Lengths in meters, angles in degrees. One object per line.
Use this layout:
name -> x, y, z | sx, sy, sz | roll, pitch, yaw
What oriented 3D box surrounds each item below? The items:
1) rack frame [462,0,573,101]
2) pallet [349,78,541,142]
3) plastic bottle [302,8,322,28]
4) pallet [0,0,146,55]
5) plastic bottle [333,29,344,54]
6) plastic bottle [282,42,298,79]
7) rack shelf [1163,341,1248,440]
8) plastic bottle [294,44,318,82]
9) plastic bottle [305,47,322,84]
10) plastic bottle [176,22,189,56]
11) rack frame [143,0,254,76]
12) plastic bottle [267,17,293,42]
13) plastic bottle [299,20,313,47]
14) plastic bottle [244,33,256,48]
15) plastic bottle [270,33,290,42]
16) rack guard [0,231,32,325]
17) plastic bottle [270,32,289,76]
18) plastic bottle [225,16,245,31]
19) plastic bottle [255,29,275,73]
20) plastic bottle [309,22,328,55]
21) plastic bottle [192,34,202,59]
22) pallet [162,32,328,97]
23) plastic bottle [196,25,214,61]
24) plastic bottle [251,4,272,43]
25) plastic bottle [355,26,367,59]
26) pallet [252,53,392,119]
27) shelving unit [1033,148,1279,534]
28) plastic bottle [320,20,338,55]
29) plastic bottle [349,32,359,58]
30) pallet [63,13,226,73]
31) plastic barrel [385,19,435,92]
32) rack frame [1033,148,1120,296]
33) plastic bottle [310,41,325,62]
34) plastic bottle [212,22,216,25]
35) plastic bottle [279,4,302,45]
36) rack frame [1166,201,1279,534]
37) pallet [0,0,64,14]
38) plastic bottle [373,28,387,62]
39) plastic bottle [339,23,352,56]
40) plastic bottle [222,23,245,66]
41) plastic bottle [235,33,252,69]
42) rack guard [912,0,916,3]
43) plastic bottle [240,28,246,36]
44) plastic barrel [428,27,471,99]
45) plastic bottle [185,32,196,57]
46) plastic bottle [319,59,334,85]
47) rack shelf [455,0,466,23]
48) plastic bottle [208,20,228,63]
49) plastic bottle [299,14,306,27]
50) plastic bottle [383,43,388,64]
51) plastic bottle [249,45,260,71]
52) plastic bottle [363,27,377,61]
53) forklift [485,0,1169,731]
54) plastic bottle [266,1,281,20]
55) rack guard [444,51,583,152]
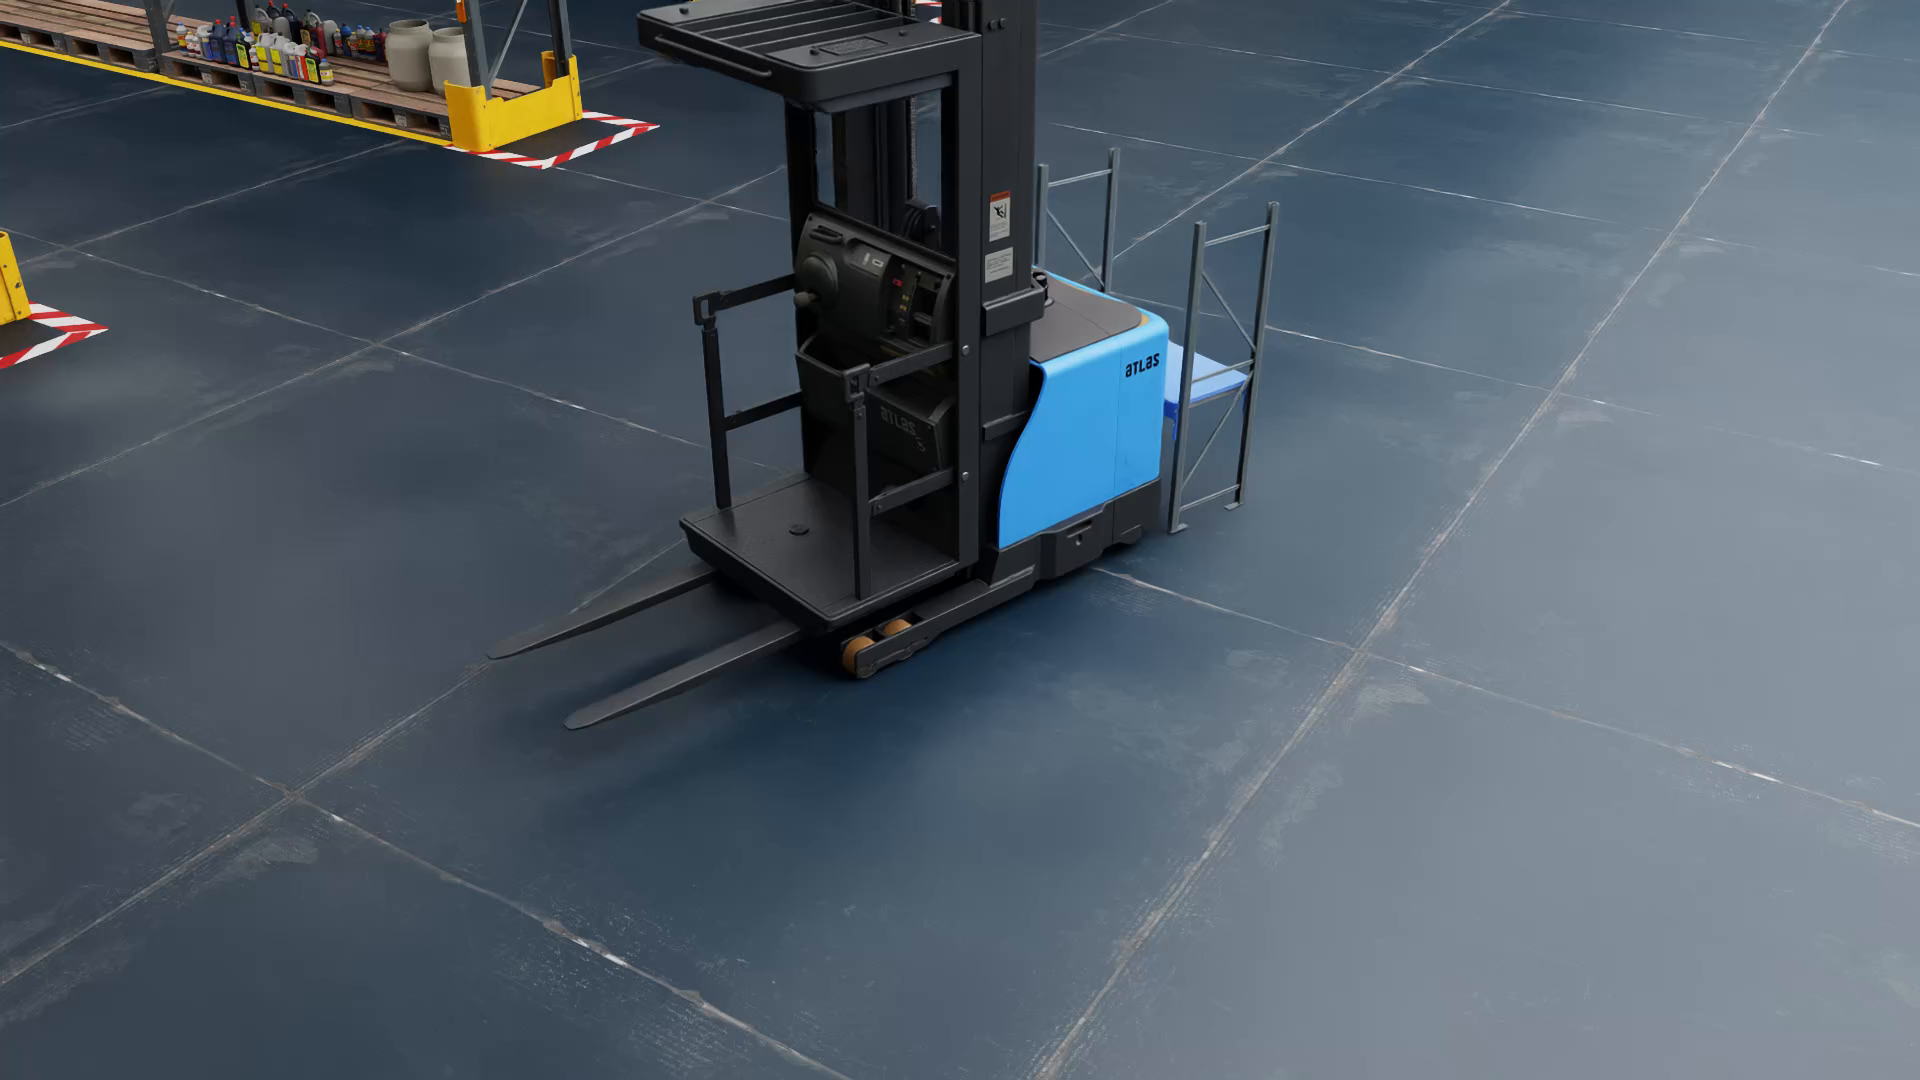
rack frame -> -3.455, -4.587, 12.635 | 0.127, 3.000, 1.000 | 18, 35, 27
pallet -> -4.230, -3.602, 13.716 | 1.213, 0.211, 1.003 | 18, 35, 27
plastic bottle -> -5.708, -4.517, 14.708 | 0.185, 0.351, 0.144 | 17, 34, 27
pallet -> -8.566, -4.974, 16.067 | 1.213, 0.211, 1.003 | 18, 35, 27
plastic bottle -> -5.458, -4.387, 14.633 | 0.097, 0.201, 0.097 | 0, 30, 0
plastic bottle -> -5.560, -4.022, 13.933 | 0.135, 0.276, 0.152 | 17, 34, 26
rack shelf -> 0.866, -0.804, 7.984 | 0.538, 0.185, 1.000 | -21, 36, -33
plastic bottle -> -5.442, -3.984, 13.869 | 0.135, 0.276, 0.152 | 18, 35, 28
plastic bottle -> -5.352, -3.932, 13.772 | 0.133, 0.283, 0.061 | 18, 35, 29
plastic bottle -> -6.806, -4.397, 14.582 | 0.097, 0.271, 0.097 | 0, 30, 0
rack frame -> -6.843, -5.658, 14.472 | 0.127, 3.000, 1.000 | 18, 35, 27
plastic bottle -> -6.039, -4.501, 14.755 | 0.135, 0.276, 0.152 | 18, 35, 27
plastic bottle -> -5.741, -4.437, 14.638 | 0.133, 0.283, 0.061 | 18, 35, 27
plastic bottle -> -6.075, -4.202, 14.248 | 0.097, 0.271, 0.097 | 0, 30, 0
plastic bottle -> -5.802, -4.184, 14.211 | 0.135, 0.276, 0.152 | 18, 35, 27
rack guard -> -6.071, -1.387, 9.632 | 0.348, 0.500, 1.175 | 18, 35, 27
plastic bottle -> -5.702, -4.096, 13.987 | 0.185, 0.351, 0.144 | 19, 35, 29
plastic bottle -> -6.303, -4.372, 14.460 | 0.185, 0.351, 0.144 | 18, 35, 27
plastic bottle -> -5.860, -4.146, 14.073 | 0.185, 0.351, 0.144 | 17, 34, 27
plastic bottle -> -5.629, -4.397, 14.569 | 0.133, 0.283, 0.061 | 18, 35, 27
plastic bottle -> -6.634, -4.313, 14.506 | 0.097, 0.201, 0.097 | 0, 30, 0
pallet -> -6.296, -4.256, 14.836 | 1.213, 0.211, 1.003 | 18, 35, 27
plastic bottle -> -6.518, -4.324, 14.452 | 0.135, 0.276, 0.152 | 19, 35, 29
plastic bottle -> -6.221, -4.593, 14.838 | 0.185, 0.351, 0.144 | 18, 35, 27
plastic bottle -> -5.200, -4.336, 14.476 | 0.097, 0.271, 0.097 | 0, 30, 0
pallet -> -5.259, -3.930, 14.276 | 1.213, 0.211, 1.003 | 18, 35, 27
shelving unit -> 0.869, -0.960, 7.895 | 0.538, 1.500, 1.048 | -21, 36, -33
plastic bottle -> -5.573, -4.439, 14.649 | 0.135, 0.276, 0.152 | 18, 35, 28
plastic bottle -> -5.284, -4.332, 14.539 | 0.097, 0.201, 0.097 | 0, 30, 0
pallet -> -7.529, -4.648, 15.507 | 1.213, 0.211, 1.003 | 18, 35, 27
plastic barrel -> -4.478, -3.971, 13.633 | 0.421, 0.512, 0.421 | 0, 30, 0
rack frame -> 0.552, -1.160, 8.238 | 0.500, 1.500, 0.032 | -21, 36, -33
plastic bottle -> -5.386, -4.033, 13.946 | 0.133, 0.283, 0.061 | 18, 35, 27
plastic bottle -> -6.462, -4.373, 14.529 | 0.133, 0.283, 0.061 | 18, 35, 27
plastic bottle -> -5.982, -4.603, 14.856 | 0.185, 0.351, 0.144 | 16, 34, 25
rack frame -> 1.187, -0.760, 7.552 | 0.500, 1.500, 0.032 | -21, 36, -33
pallet -> -9.595, -5.301, 16.628 | 1.213, 0.211, 1.003 | 18, 35, 27
plastic bottle -> -5.007, -4.291, 14.387 | 0.133, 0.283, 0.061 | 18, 35, 28
plastic bottle -> -5.372, -4.390, 14.569 | 0.097, 0.271, 0.097 | 0, 30, 0
plastic bottle -> -6.220, -4.260, 14.268 | 0.185, 0.351, 0.144 | 16, 34, 25
plastic bottle -> -6.102, -4.169, 14.179 | 0.133, 0.283, 0.061 | 19, 35, 29
rack guard -> -0.886, -5.641, 16.924 | 0.348, 0.500, 1.175 | 18, 35, 27
plastic bottle -> -6.193, -4.289, 14.396 | 0.097, 0.271, 0.097 | 0, 30, 0
plastic barrel -> -4.053, -3.837, 13.403 | 0.421, 0.512, 0.421 | 0, 30, 0
plastic bottle -> -6.720, -4.340, 14.553 | 0.097, 0.201, 0.097 | 0, 30, 0
plastic bottle -> -5.244, -3.873, 13.752 | 0.097, 0.201, 0.097 | 0, 30, 0
rack shelf -> -5.149, -4.812, 13.735 | 4.000, 0.370, 1.077 | 18, 35, 27
plastic bottle -> -6.380, -4.311, 14.355 | 0.185, 0.351, 0.144 | 19, 35, 29
plastic bottle -> -5.822, -4.548, 14.828 | 0.133, 0.283, 0.061 | 20, 36, 31
plastic bottle -> -4.913, -4.214, 14.338 | 0.097, 0.201, 0.097 | 0, 30, 0
plastic bottle -> -5.993, -4.110, 14.158 | 0.097, 0.201, 0.097 | 0, 30, 0
plastic bottle -> -5.115, -4.309, 14.430 | 0.097, 0.271, 0.097 | 0, 30, 0
forklift -> -0.511, -1.002, 6.559 | 3.031, 2.935, 1.130 | -24, 38, -35
plastic bottle -> -6.144, -4.655, 14.944 | 0.185, 0.351, 0.144 | 17, 34, 26
rack guard -> -3.544, -3.507, 13.266 | 0.348, 0.500, 1.175 | 18, 35, 27
